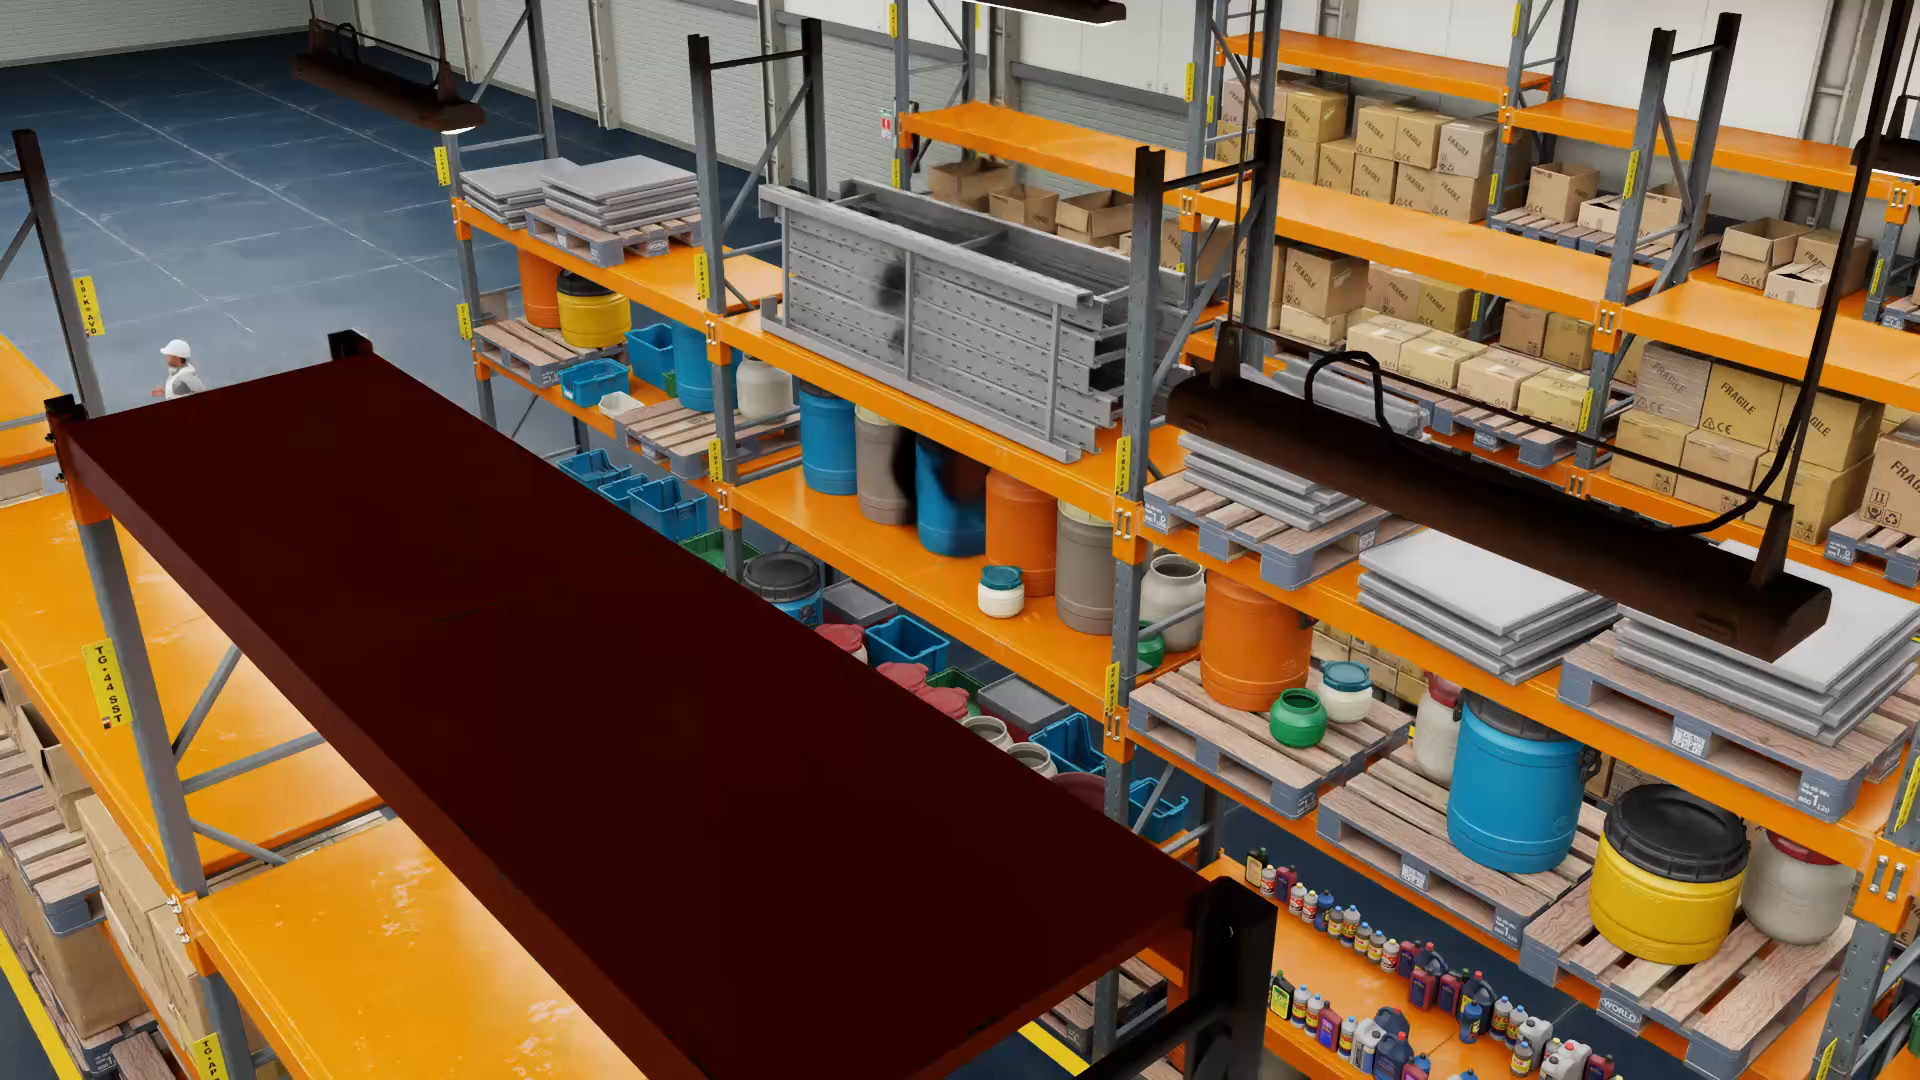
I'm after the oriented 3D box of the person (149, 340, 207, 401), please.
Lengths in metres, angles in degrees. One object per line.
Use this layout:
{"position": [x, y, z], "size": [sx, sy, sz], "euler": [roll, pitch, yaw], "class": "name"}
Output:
{"position": [-8.425, -1.337, 18.195], "size": [0.949, 1.777, 0.657], "euler": [-8, 28, -16], "class": "person"}
